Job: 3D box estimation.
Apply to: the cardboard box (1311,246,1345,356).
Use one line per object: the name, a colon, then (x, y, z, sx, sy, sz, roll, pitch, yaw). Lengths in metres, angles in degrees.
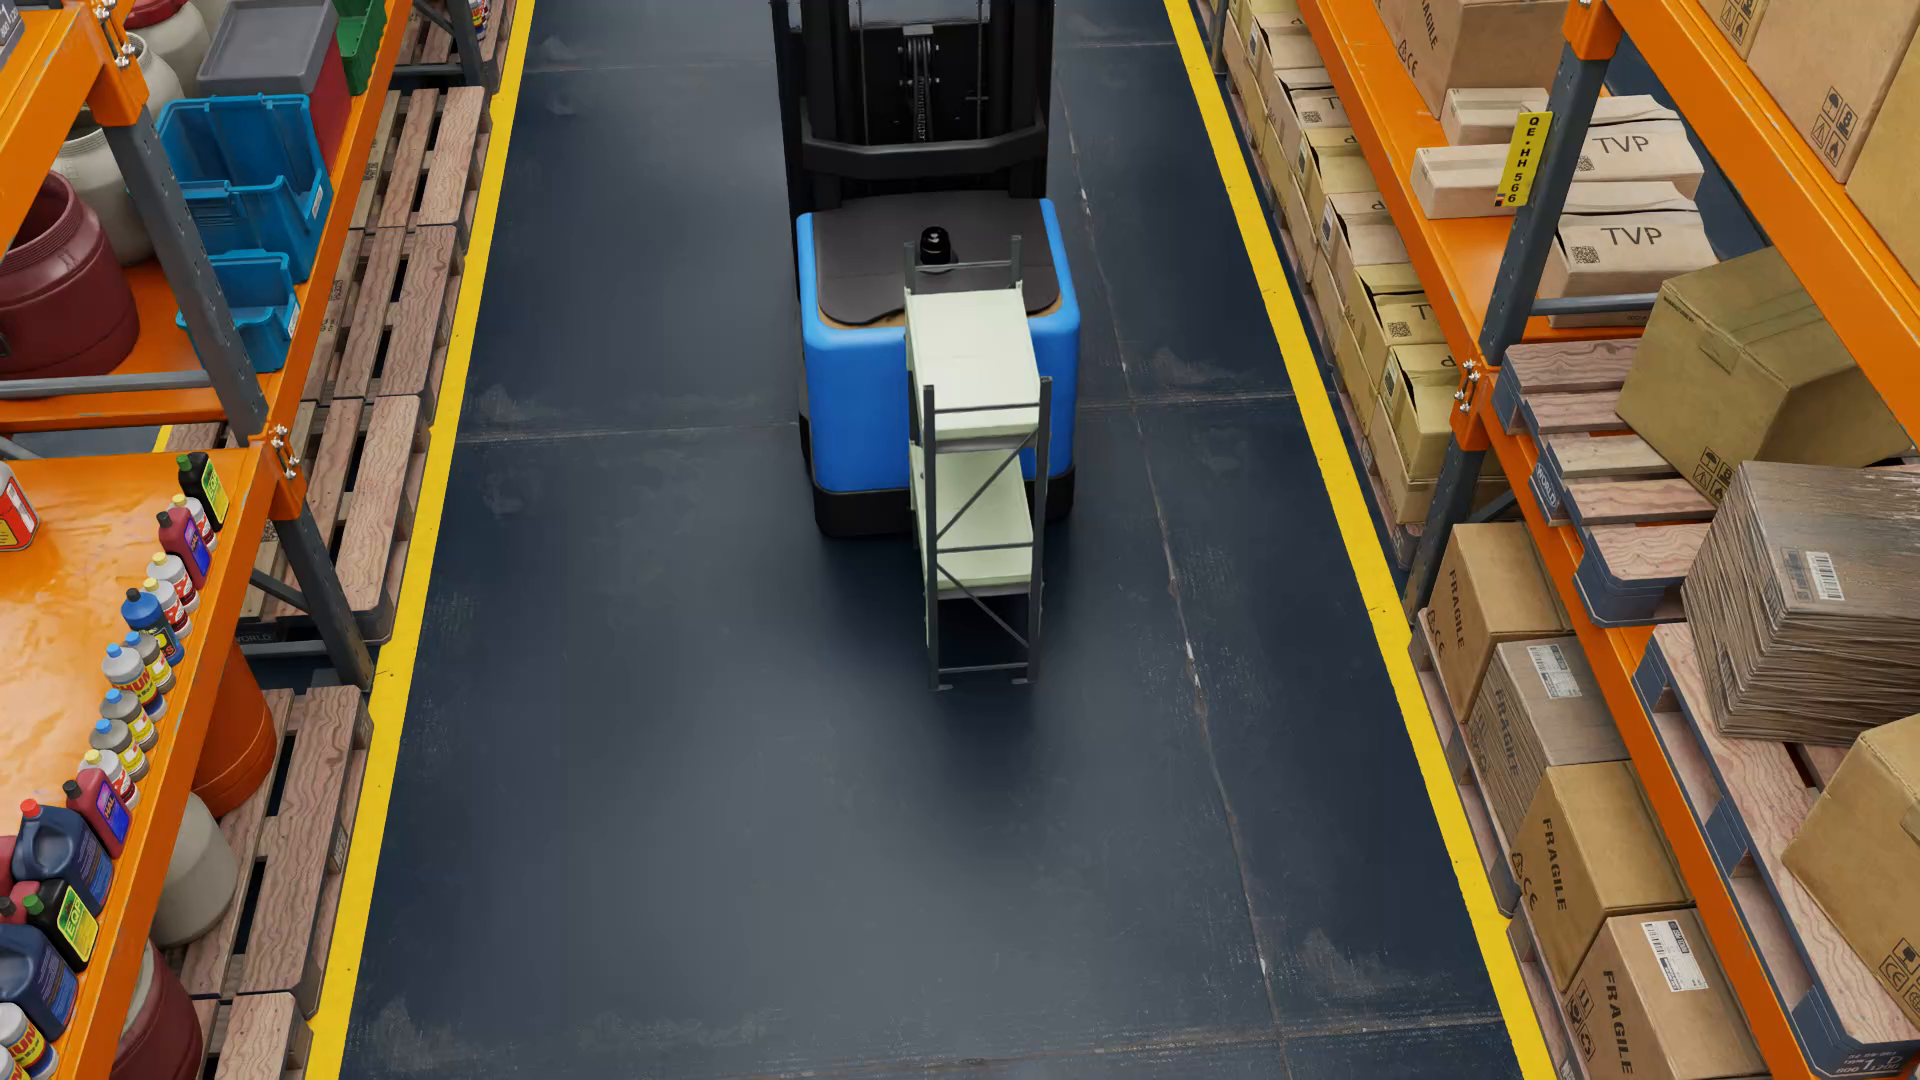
cardboard box: (1.858, -1.071, 7.303, 0.500, 0.250, 0.500, -3, 47, -2)

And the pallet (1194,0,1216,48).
pallet: (1.871, -3.283, 9.714, 1.003, 0.211, 1.213, -3, 47, -3)

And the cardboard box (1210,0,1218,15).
cardboard box: (1.640, -3.185, 9.305, 0.500, 0.250, 0.500, -3, 47, -3)

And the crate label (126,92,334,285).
crate label: (-2.519, -1.219, 5.814, 0.502, 0.435, 0.616, -3, 47, -3)

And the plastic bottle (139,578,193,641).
plastic bottle: (-2.227, 0.186, 4.645, 0.097, 0.201, 0.097, 0, 47, 0)

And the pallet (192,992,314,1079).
pallet: (-2.499, 1.936, 4.771, 1.003, 0.211, 1.213, -3, 47, -3)

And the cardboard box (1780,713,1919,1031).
cardboard box: (2.357, 0.671, 3.691, 0.700, 0.500, 0.500, -14, 48, -13)

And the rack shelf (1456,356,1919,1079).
rack shelf: (2.399, 0.925, 4.304, 1.077, 0.370, 4.000, -3, 47, -3)

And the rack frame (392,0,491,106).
rack frame: (-3.040, -3.365, 7.871, 1.000, 3.000, 0.127, -3, 47, -3)

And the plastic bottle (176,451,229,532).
plastic bottle: (-2.246, -0.165, 4.920, 0.061, 0.283, 0.133, -3, 47, -3)

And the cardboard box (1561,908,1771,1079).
cardboard box: (2.120, 1.404, 4.773, 0.500, 0.500, 0.500, -5, 47, -5)

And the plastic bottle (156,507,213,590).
plastic bottle: (-2.227, 0.002, 4.762, 0.061, 0.283, 0.133, -3, 47, -3)

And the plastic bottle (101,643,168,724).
plastic bottle: (-2.203, 0.373, 4.420, 0.097, 0.271, 0.097, 0, 47, 0)

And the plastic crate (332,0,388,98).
plastic crate: (-2.613, -2.050, 6.771, 0.450, 0.188, 0.662, -3, 47, -3)

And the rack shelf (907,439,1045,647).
rack shelf: (0.048, -0.011, 6.176, 0.431, 0.370, 0.720, -4, 47, -4)

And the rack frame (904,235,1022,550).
rack frame: (0.010, -0.499, 6.190, 0.400, 1.500, 0.023, -4, 47, -4)

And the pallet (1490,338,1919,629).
pallet: (2.358, -0.218, 5.022, 1.213, 0.211, 1.003, -3, 47, -3)

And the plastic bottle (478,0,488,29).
plastic bottle: (-2.638, -2.885, 9.041, 0.097, 0.201, 0.097, 0, 47, 0)

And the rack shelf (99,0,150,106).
rack shelf: (-2.873, -2.703, 5.673, 1.077, 0.370, 4.000, -3, 47, -3)

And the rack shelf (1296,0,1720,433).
rack shelf: (2.064, -1.969, 7.045, 1.077, 0.370, 4.000, -3, 47, -3)

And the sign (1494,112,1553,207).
sign: (1.678, -1.132, 4.959, 0.100, 0.325, 0.005, -3, 47, -3)

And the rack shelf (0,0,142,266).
rack shelf: (-2.538, 0.191, 2.932, 1.077, 0.370, 4.000, -3, 47, -3)

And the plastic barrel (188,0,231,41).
plastic barrel: (-3.117, -2.176, 6.651, 0.433, 0.535, 0.433, 0, 47, 0)

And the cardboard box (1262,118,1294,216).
cardboard box: (1.771, -1.811, 8.004, 0.500, 0.250, 0.500, -5, 47, -5)

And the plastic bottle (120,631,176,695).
plastic bottle: (-2.211, 0.326, 4.512, 0.097, 0.201, 0.097, 0, 47, 0)

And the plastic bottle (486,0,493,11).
plastic bottle: (-2.684, -3.070, 9.164, 0.152, 0.276, 0.135, -2, 47, -2)

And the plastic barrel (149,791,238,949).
plastic barrel: (-2.511, 0.996, 5.165, 0.421, 0.512, 0.421, 0, 47, 0)

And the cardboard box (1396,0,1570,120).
cardboard box: (2.074, -2.017, 6.526, 0.500, 0.500, 0.500, -6, 47, -5)

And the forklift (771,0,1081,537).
forklift: (-0.207, -2.097, 6.717, 1.130, 2.935, 3.031, -4, 47, -4)

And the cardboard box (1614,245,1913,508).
cardboard box: (2.396, -0.500, 4.799, 0.700, 0.500, 0.500, -18, 49, -16)

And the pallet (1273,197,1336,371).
pallet: (2.102, -1.290, 7.826, 1.003, 0.211, 1.213, -3, 47, -3)

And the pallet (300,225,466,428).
pallet: (-2.830, -0.956, 7.510, 1.003, 0.211, 1.213, -3, 47, -3)

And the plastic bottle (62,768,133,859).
plastic bottle: (-2.151, 0.662, 4.137, 0.061, 0.283, 0.133, -3, 47, -3)

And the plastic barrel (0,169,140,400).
plastic barrel: (-3.046, -0.836, 5.382, 0.600, 0.536, 0.708, -3, 47, -3)

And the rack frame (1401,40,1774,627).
rack frame: (2.231, -0.770, 5.413, 1.000, 3.000, 0.127, -3, 47, -3)

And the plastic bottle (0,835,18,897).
plastic bottle: (-2.279, 0.805, 4.002, 0.061, 0.283, 0.133, -3, 47, -3)

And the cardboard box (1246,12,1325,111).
cardboard box: (1.719, -2.379, 8.155, 0.500, 0.311, 0.500, -4, 47, -4)

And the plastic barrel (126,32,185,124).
plastic barrel: (-3.039, -1.546, 6.071, 0.421, 0.512, 0.421, 0, 47, 0)

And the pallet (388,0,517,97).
pallet: (-3.055, -2.895, 9.346, 1.003, 0.211, 1.213, -3, 47, -3)

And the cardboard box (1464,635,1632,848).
cardboard box: (2.034, 0.664, 5.474, 0.500, 0.500, 0.500, -5, 47, -5)

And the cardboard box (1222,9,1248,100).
cardboard box: (1.683, -2.556, 8.709, 0.500, 0.250, 0.500, -5, 47, -4)

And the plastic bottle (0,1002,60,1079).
plastic bottle: (-2.117, 1.115, 3.717, 0.097, 0.271, 0.097, 0, 47, 0)

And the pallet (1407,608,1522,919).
pallet: (2.256, 0.732, 5.912, 1.003, 0.211, 1.213, -3, 47, -3)

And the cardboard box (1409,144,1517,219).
cardboard box: (1.880, -1.317, 6.105, 0.380, 0.149, 0.250, -3, 47, -3)

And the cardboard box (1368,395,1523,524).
cardboard box: (1.944, -0.335, 6.605, 0.500, 0.250, 0.500, -2, 47, -2)

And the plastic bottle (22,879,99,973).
plastic bottle: (-2.124, 0.893, 3.919, 0.061, 0.283, 0.133, -3, 47, -3)

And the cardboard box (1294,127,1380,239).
cardboard box: (1.813, -1.629, 7.445, 0.500, 0.311, 0.500, -2, 47, -2)

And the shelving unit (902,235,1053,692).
shelving unit: (0.048, -0.235, 5.940, 0.431, 1.500, 0.755, -4, 47, -4)

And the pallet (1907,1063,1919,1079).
pallet: (2.608, 1.605, 3.296, 1.003, 0.211, 1.213, -3, 47, -3)

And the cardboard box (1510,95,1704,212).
cardboard box: (2.349, -1.398, 6.069, 0.500, 0.311, 0.500, -4, 47, -4)

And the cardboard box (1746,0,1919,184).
cardboard box: (2.344, -1.153, 3.641, 0.910, 0.500, 0.500, -3, 47, -3)

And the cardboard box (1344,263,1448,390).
cardboard box: (1.892, -0.901, 6.756, 0.500, 0.311, 0.500, -4, 47, -4)

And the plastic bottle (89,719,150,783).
plastic bottle: (-2.187, 0.538, 4.312, 0.097, 0.201, 0.097, 0, 47, 0)
